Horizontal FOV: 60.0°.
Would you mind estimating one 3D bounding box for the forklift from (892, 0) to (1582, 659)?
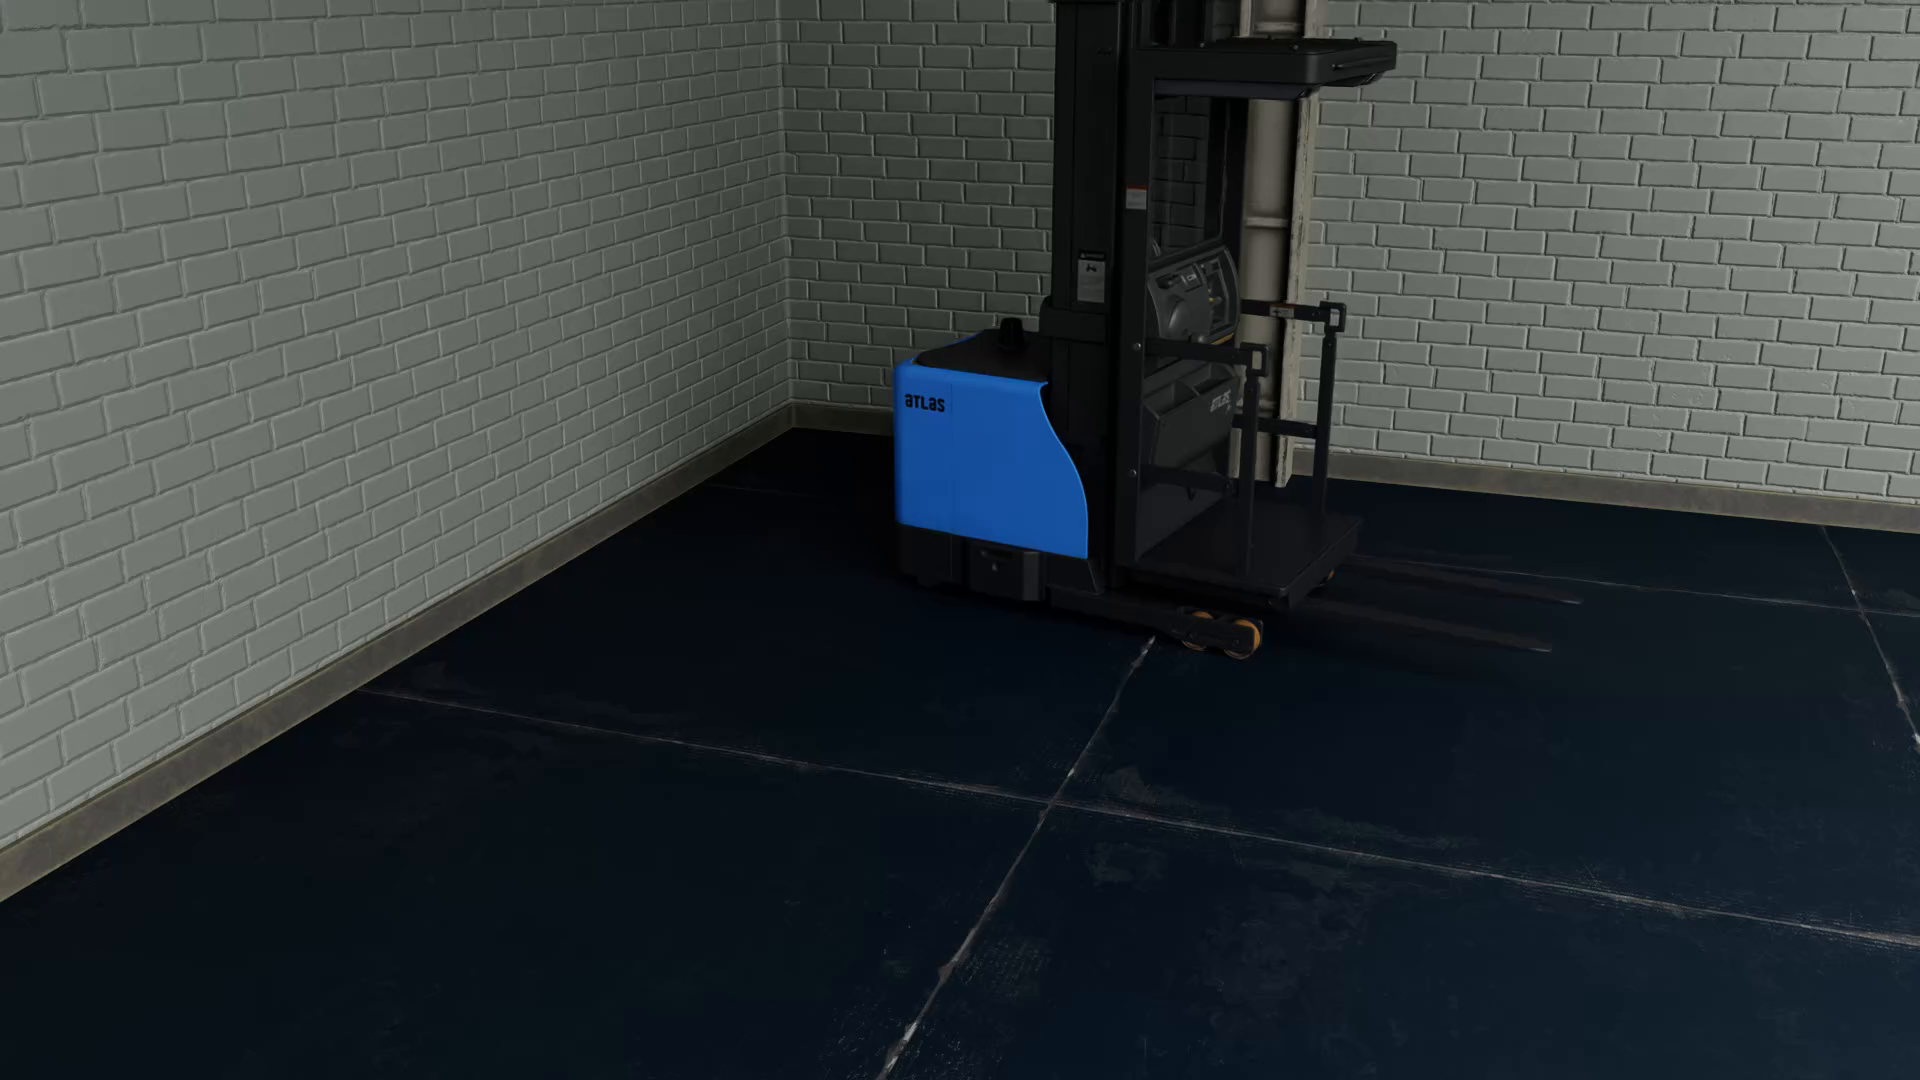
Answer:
[{"bbox_3d":[1.208,-1.074,7.206,3.031,2.935,1.130,11,22,28],"label":"forklift"}]

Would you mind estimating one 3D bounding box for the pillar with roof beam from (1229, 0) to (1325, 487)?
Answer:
[{"bbox_3d":[0.288,-3.278,4.307,0.400,9.000,9.100,7,20,18],"label":"pillar with roof beam"}]
